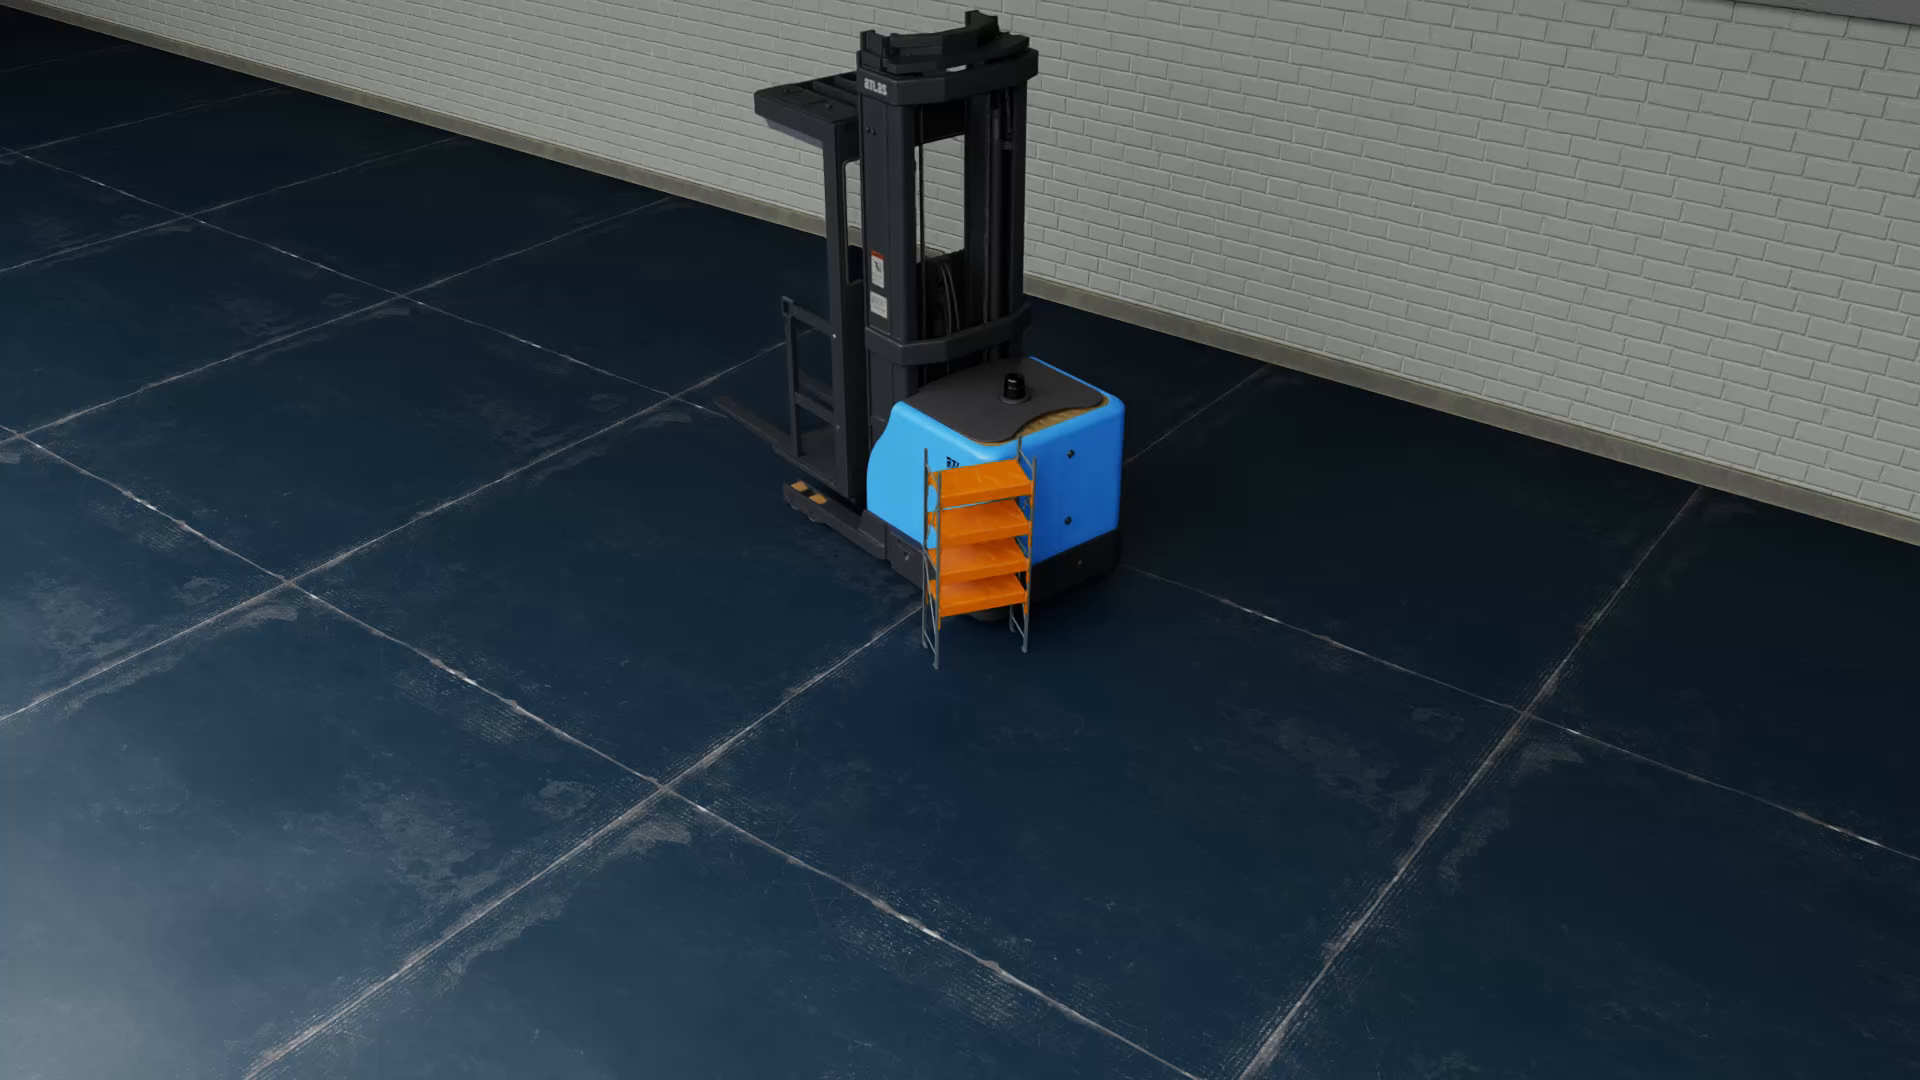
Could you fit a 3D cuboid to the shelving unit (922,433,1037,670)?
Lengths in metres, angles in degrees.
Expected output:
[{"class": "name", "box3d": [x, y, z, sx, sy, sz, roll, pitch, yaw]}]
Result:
[{"class": "shelving unit", "box3d": [0.088, 0.072, 8.436, 0.503, 1.200, 0.258, -10, 36, -16]}]

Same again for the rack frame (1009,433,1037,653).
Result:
[{"class": "rack frame", "box3d": [0.320, 0.033, 8.502, 0.015, 1.200, 0.240, -10, 36, -16]}]

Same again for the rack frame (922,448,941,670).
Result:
[{"class": "rack frame", "box3d": [-0.144, 0.111, 8.371, 0.015, 1.200, 0.240, -10, 36, -16]}]

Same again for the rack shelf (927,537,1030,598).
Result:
[{"class": "rack shelf", "box3d": [0.087, 0.128, 8.474, 0.480, 0.148, 0.258, -10, 36, -16]}]

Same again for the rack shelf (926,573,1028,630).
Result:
[{"class": "rack shelf", "box3d": [0.083, 0.292, 8.585, 0.480, 0.148, 0.258, -10, 36, -16]}]

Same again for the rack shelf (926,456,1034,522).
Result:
[{"class": "rack shelf", "box3d": [0.096, -0.253, 8.216, 0.480, 0.148, 0.258, -10, 36, -16]}]

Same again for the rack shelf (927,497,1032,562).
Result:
[{"class": "rack shelf", "box3d": [0.091, -0.057, 8.348, 0.480, 0.148, 0.258, -10, 36, -16]}]

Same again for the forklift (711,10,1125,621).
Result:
[{"class": "forklift", "box3d": [-0.416, -1.511, 9.424, 1.130, 2.935, 3.031, -23, 37, -33]}]
